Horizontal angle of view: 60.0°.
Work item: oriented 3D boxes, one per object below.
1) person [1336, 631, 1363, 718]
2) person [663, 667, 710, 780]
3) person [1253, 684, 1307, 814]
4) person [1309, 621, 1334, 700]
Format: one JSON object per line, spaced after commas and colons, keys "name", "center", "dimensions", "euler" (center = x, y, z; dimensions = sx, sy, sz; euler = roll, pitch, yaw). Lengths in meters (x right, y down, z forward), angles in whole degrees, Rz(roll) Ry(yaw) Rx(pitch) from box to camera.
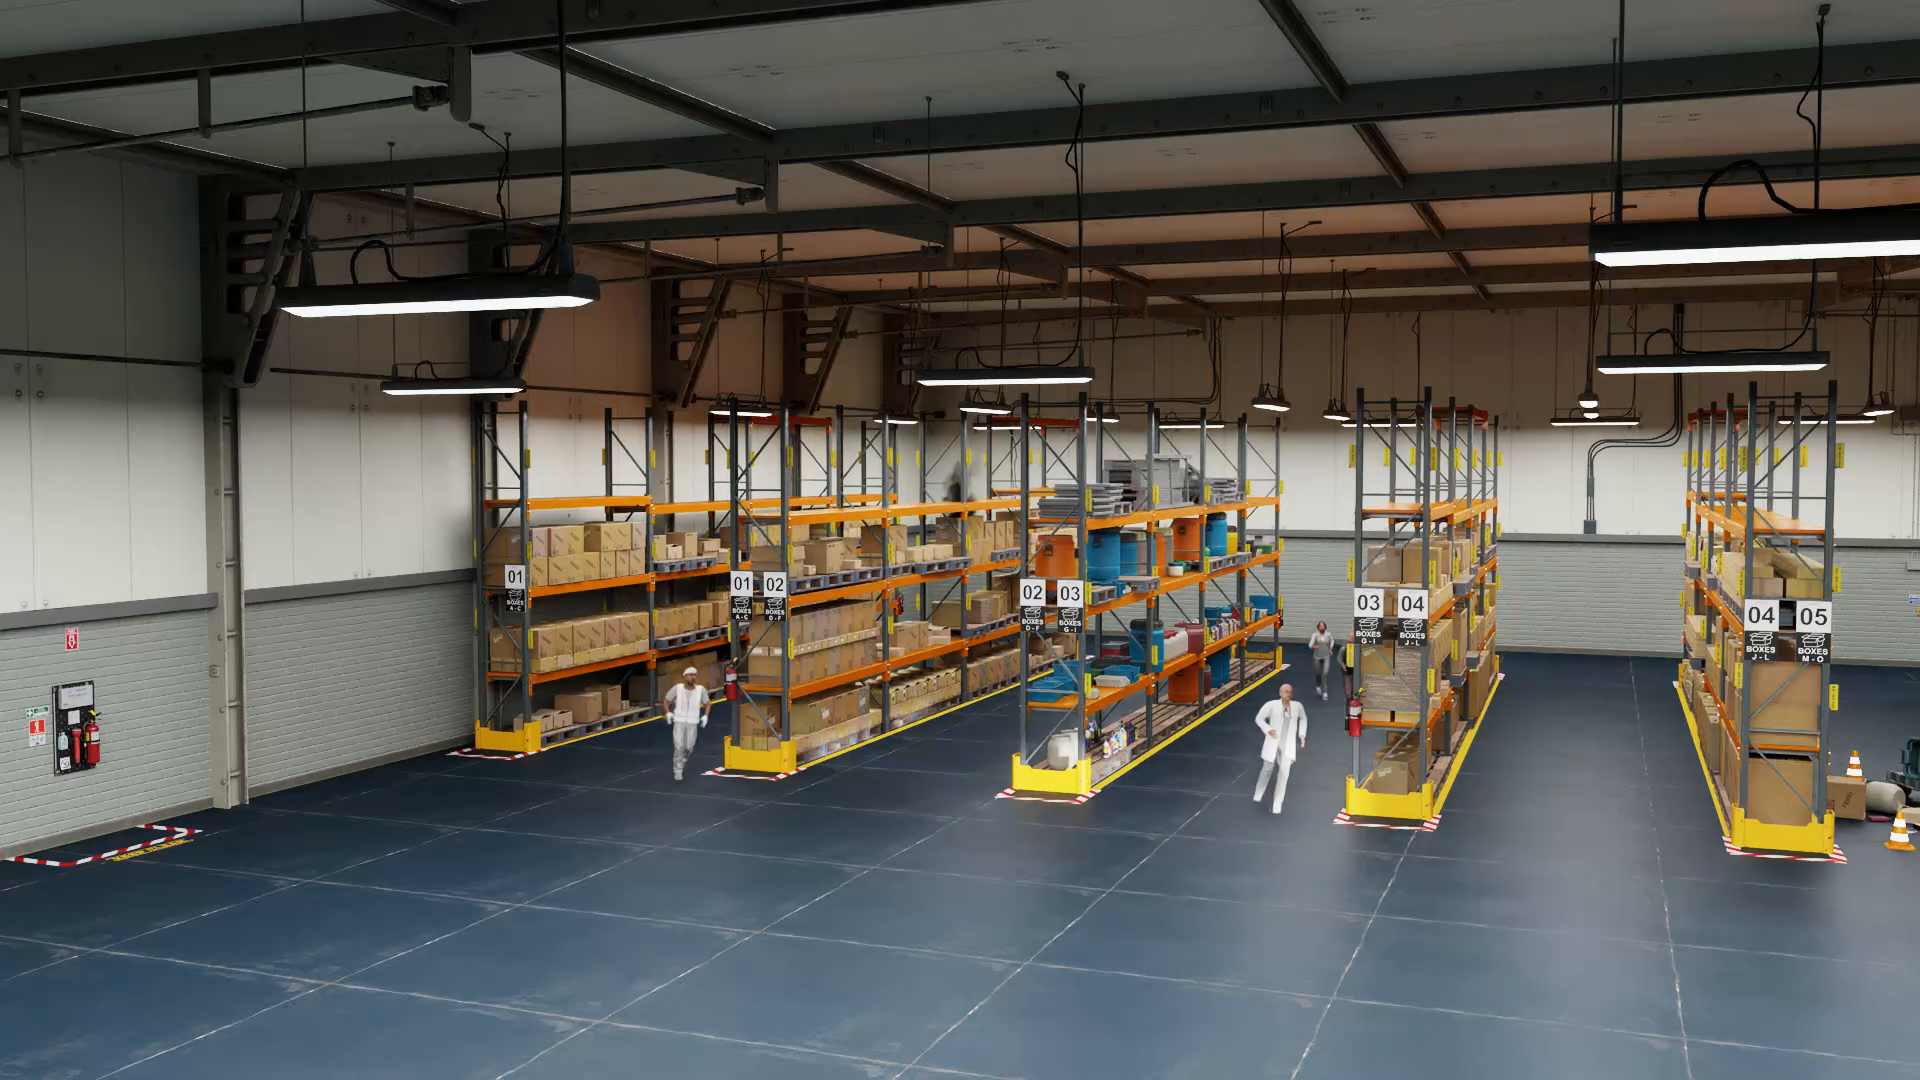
{"name": "person", "center": [7.553, 2.596, 31.892], "dimensions": [0.685, 1.674, 0.582], "euler": [1, 3, 23]}
{"name": "person", "center": [-4.304, 2.868, 26.196], "dimensions": [0.744, 1.736, 0.576], "euler": [-1, 3, -14]}
{"name": "person", "center": [4.618, 2.961, 23.859], "dimensions": [0.763, 1.796, 0.948], "euler": [0, 3, 3]}
{"name": "person", "center": [7.548, 2.487, 34.726], "dimensions": [0.531, 1.607, 0.838], "euler": [0, 3, 8]}
